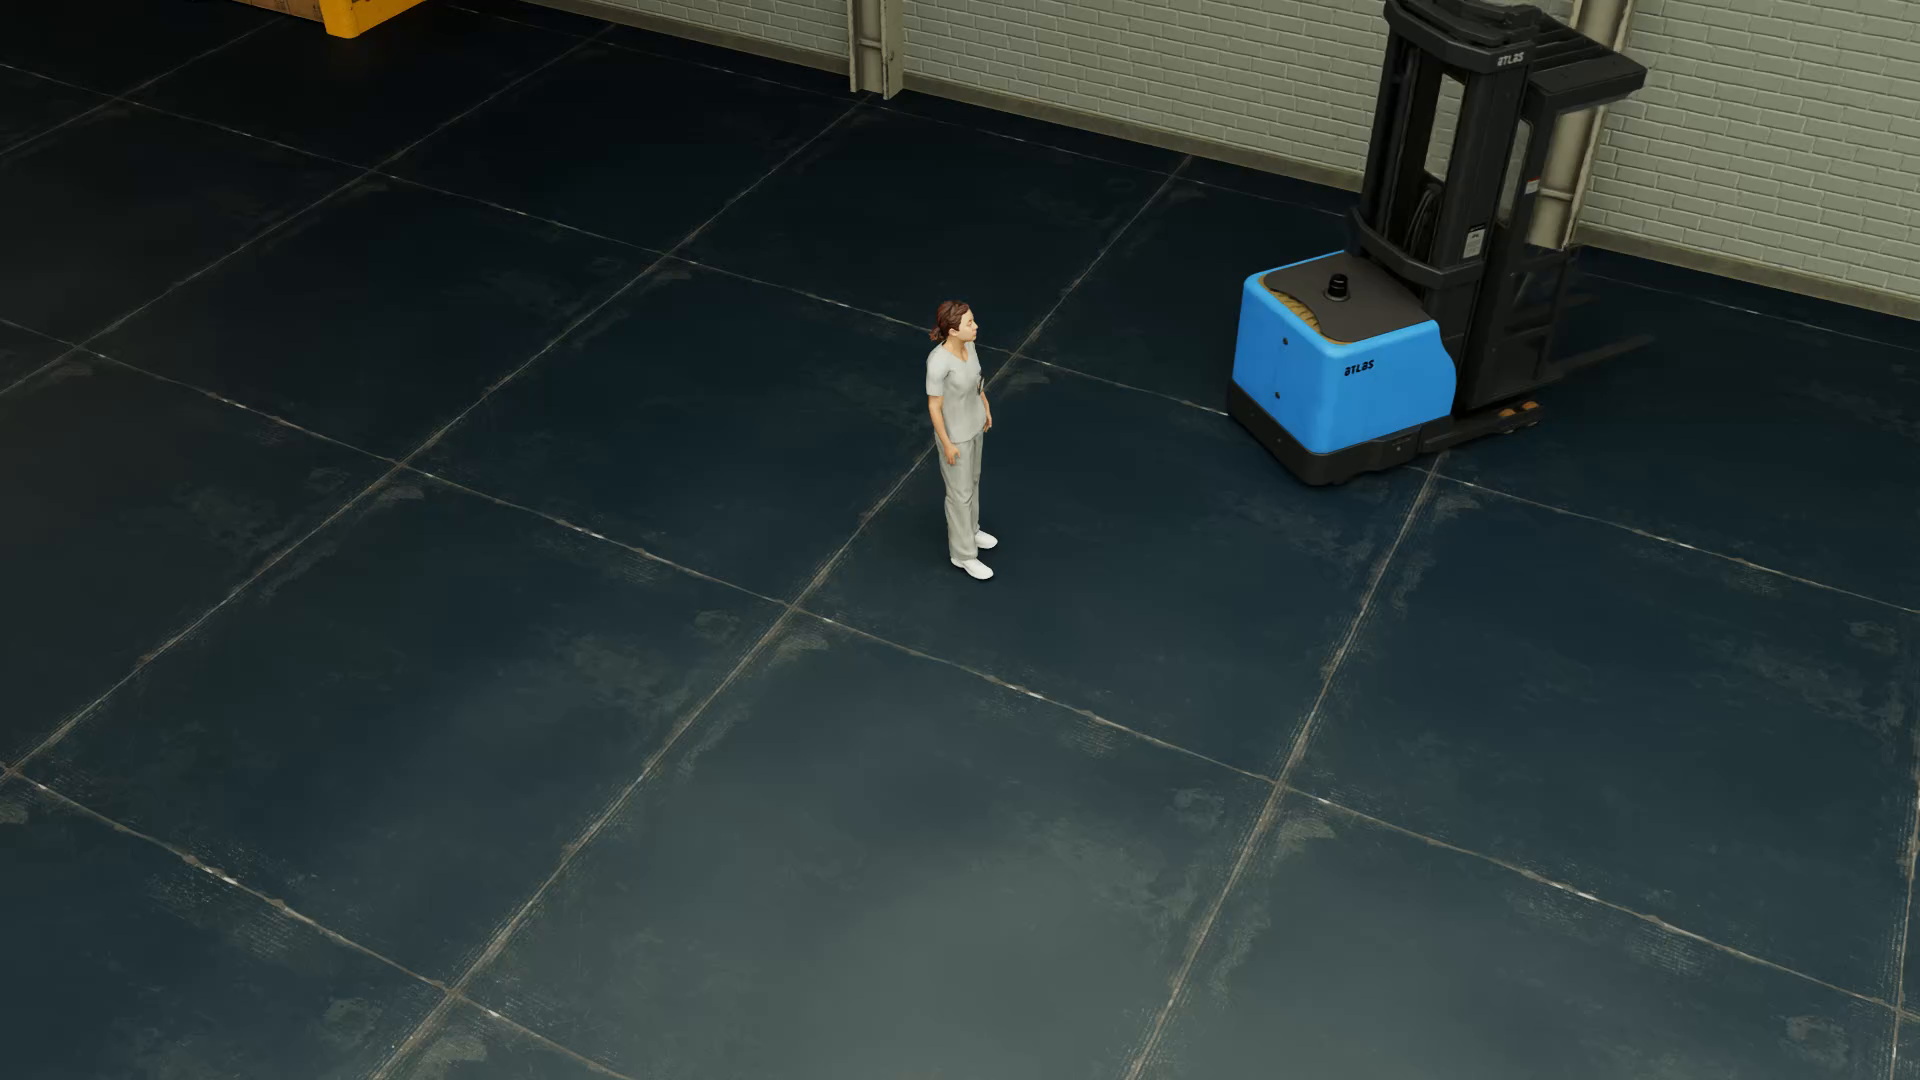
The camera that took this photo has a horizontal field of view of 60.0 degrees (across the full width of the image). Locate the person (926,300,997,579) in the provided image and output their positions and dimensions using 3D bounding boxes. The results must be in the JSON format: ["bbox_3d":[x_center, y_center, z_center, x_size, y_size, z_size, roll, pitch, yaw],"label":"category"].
[{"bbox_3d":[0.059,-0.617,9.682,0.549,1.675,0.549,18,43,21],"label":"person"}]

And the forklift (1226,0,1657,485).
[{"bbox_3d":[3.350,-2.119,10.503,3.031,2.935,1.130,-17,43,-20],"label":"forklift"}]
